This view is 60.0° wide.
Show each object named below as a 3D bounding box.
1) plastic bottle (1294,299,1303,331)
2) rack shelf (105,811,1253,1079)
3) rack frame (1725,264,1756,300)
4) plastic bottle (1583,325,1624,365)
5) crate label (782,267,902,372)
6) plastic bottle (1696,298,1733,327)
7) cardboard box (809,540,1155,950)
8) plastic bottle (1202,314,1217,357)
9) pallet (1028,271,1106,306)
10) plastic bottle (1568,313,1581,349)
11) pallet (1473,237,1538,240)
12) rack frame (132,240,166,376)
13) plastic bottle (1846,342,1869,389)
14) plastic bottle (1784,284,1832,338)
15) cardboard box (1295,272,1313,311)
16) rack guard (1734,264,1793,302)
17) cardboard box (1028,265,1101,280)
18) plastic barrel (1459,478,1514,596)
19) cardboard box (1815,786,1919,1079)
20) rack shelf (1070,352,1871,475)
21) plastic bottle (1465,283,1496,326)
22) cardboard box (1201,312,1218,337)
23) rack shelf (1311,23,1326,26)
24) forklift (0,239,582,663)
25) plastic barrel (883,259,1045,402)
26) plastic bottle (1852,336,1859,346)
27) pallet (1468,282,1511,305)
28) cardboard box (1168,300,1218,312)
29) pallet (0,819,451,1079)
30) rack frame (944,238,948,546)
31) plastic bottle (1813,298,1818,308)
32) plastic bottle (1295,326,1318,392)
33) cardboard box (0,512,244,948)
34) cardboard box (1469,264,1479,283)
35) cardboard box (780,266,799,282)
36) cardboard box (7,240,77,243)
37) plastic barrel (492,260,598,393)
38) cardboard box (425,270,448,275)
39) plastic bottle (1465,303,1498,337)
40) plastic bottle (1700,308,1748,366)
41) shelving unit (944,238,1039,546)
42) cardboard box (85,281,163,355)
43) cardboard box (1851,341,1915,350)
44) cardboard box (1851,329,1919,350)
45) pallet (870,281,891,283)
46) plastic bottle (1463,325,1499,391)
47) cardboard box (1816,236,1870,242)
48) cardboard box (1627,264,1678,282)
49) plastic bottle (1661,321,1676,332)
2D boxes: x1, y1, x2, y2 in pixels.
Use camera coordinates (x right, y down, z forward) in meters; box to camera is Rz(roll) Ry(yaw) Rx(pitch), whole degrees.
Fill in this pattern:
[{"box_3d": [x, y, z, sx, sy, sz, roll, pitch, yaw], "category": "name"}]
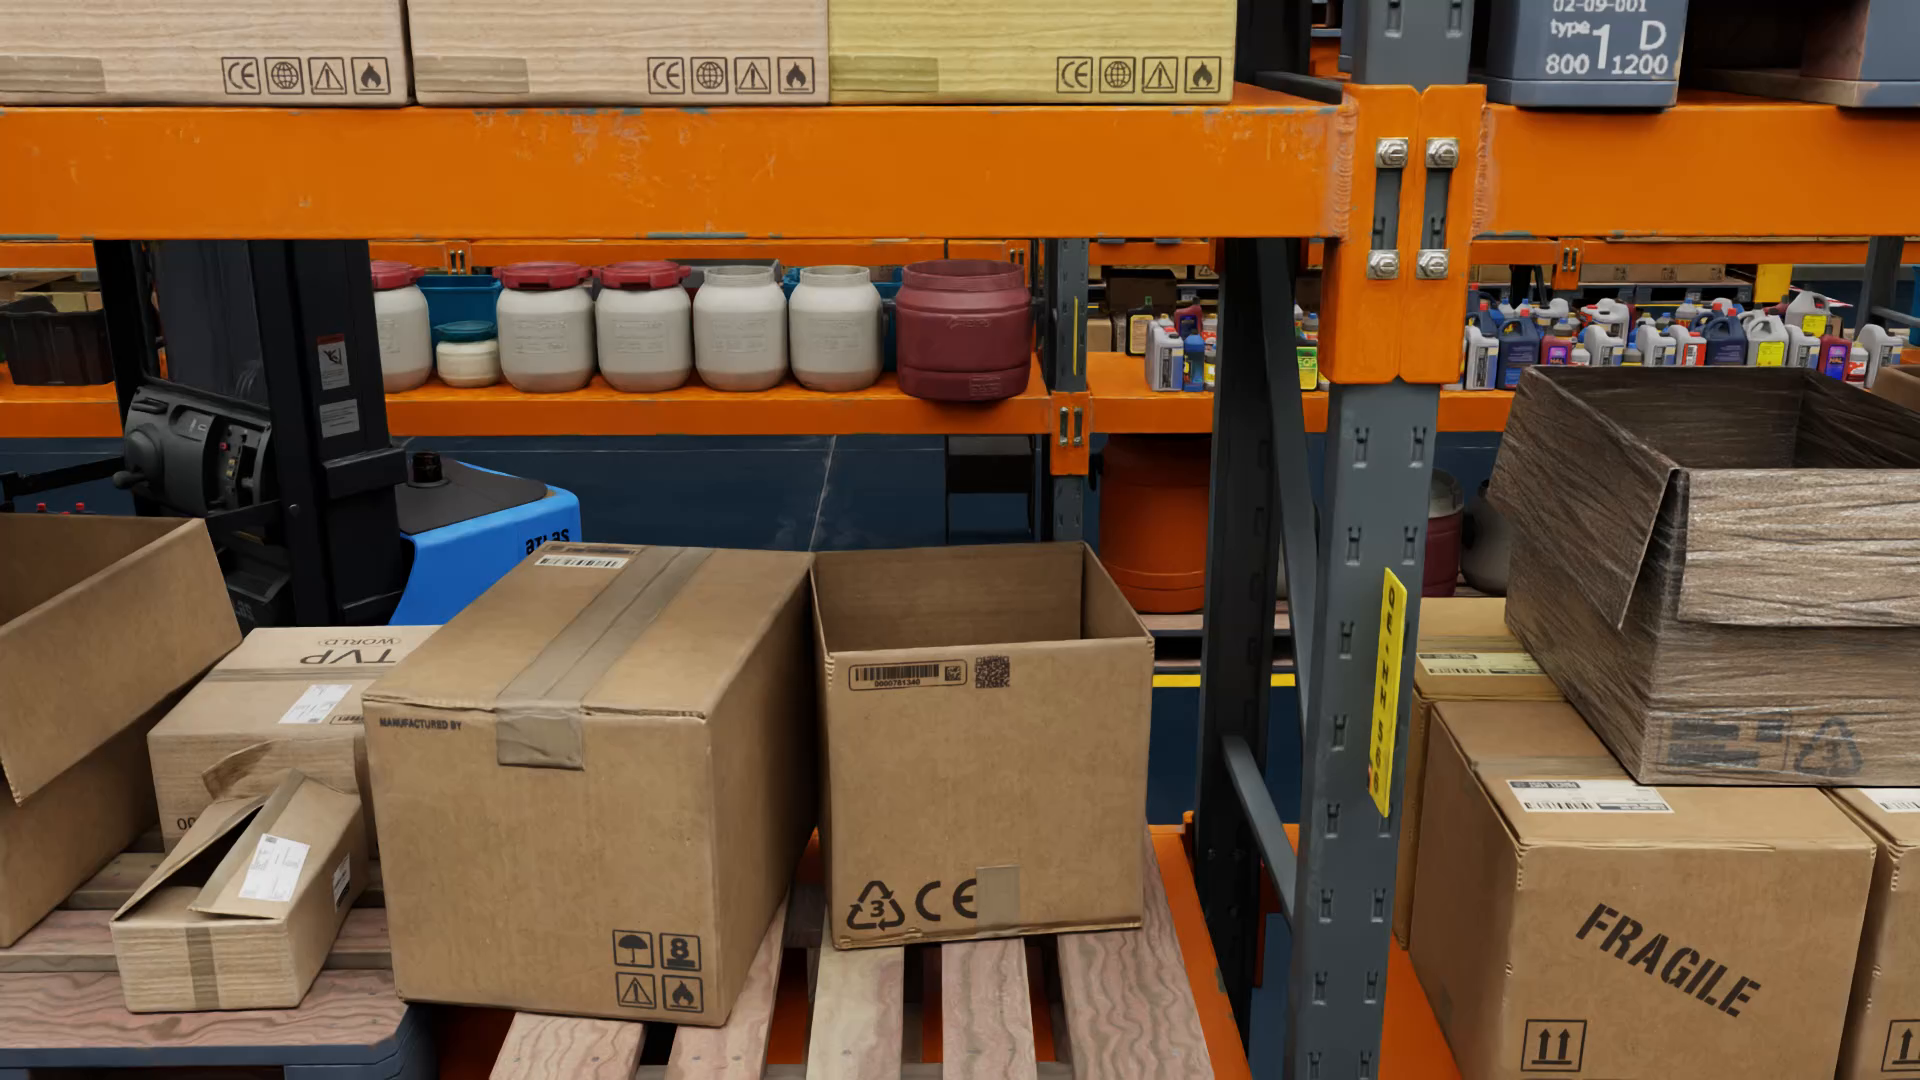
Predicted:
[{"box_3d": [1.609, -1.029, 8.055, 0.097, 0.271, 0.097, 0, 18, 0], "category": "plastic bottle"}, {"box_3d": [-1.446, 0.905, 2.994, 4.000, 0.370, 1.077, 0, 18, -1], "category": "rack shelf"}, {"box_3d": [8.318, -4.024, 17.182, 0.127, 3.000, 1.000, 0, 18, -1], "category": "rack frame"}, {"box_3d": [2.850, -0.814, 7.377, 0.135, 0.276, 0.152, 0, 18, -1], "category": "plastic bottle"}, {"box_3d": [-0.522, -1.055, 7.867, 0.616, 0.435, 0.502, 0, 18, -1], "category": "crate label"}, {"box_3d": [3.640, -1.033, 8.059, 0.135, 0.276, 0.152, 0, 18, -1], "category": "plastic bottle"}, {"box_3d": [0.014, 0.320, 2.788, 0.500, 0.500, 0.500, -2, 18, -8], "category": "cardboard box"}, {"box_3d": [1.219, -0.994, 8.060, 0.097, 0.201, 0.097, 0, 18, 0], "category": "plastic bottle"}, {"box_3d": [1.108, -2.639, 17.428, 1.213, 0.211, 1.003, 0, 18, -1], "category": "pallet"}, {"box_3d": [2.964, -1.002, 8.086, 0.097, 0.201, 0.097, 0, 18, 0], "category": "plastic bottle"}, {"box_3d": [3.600, -2.430, 12.527, 1.213, 0.211, 1.003, 0, 18, -1], "category": "pallet"}, {"box_3d": [-3.524, -0.941, 7.570, 0.127, 3.000, 1.000, 0, 18, -1], "category": "rack frame"}, {"box_3d": [3.970, -0.775, 7.379, 0.097, 0.201, 0.097, 0, 18, 0], "category": "plastic bottle"}, {"box_3d": [4.077, -1.053, 8.000, 0.185, 0.351, 0.144, 0, 18, -1], "category": "plastic bottle"}, {"box_3d": [2.411, -1.933, 12.808, 0.500, 0.250, 0.500, -1, 18, -2], "category": "cardboard box"}, {"box_3d": [8.342, -2.834, 17.565, 0.348, 0.500, 1.175, 0, 18, -1], "category": "rack guard"}, {"box_3d": [1.056, -3.126, 17.212, 0.750, 0.750, 0.750, -1, 18, -2], "category": "cardboard box"}, {"box_3d": [2.656, -0.018, 8.080, 0.421, 0.512, 0.421, 0, 18, 0], "category": "plastic barrel"}, {"box_3d": [1.559, 0.583, 2.657, 0.500, 0.500, 0.500, -1, 18, -2], "category": "cardboard box"}, {"box_3d": [2.475, -0.627, 7.770, 4.000, 0.370, 1.077, 0, 18, -1], "category": "rack shelf"}, {"box_3d": [2.494, -1.064, 8.034, 0.185, 0.351, 0.144, 0, 18, -1], "category": "plastic bottle"}, {"box_3d": [1.885, -1.412, 12.411, 0.500, 0.500, 0.500, -1, 18, -2], "category": "cardboard box"}, {"box_3d": [2.401, -3.568, 12.028, 4.000, 0.370, 1.077, 0, 18, -1], "category": "rack shelf"}, {"box_3d": [-2.811, -0.303, 5.693, 1.130, 2.935, 3.031, 13, 22, 36], "category": "forklift"}, {"box_3d": [0.016, -0.930, 7.314, 0.708, 0.536, 0.600, 0, 18, -1], "category": "plastic barrel"}, {"box_3d": [4.065, -0.822, 7.525, 0.097, 0.201, 0.097, 0, 18, 0], "category": "plastic bottle"}, {"box_3d": [5.080, -2.657, 17.485, 1.213, 0.211, 1.003, 0, 18, -1], "category": "pallet"}, {"box_3d": [1.850, -1.571, 12.905, 0.500, 0.500, 0.500, -1, 18, -3], "category": "cardboard box"}, {"box_3d": [-1.425, 0.666, 2.875, 1.213, 0.211, 1.003, 0, 18, -1], "category": "pallet"}, {"box_3d": [-0.078, -0.999, 9.226, 0.015, 2.100, 0.400, 0, 18, -1], "category": "rack frame"}, {"box_3d": [4.101, -1.052, 8.108, 0.133, 0.283, 0.061, 0, 18, -1], "category": "plastic bottle"}, {"box_3d": [1.510, -0.797, 7.312, 0.133, 0.283, 0.061, 0, 18, -1], "category": "plastic bottle"}, {"box_3d": [-1.714, 0.286, 2.888, 0.637, 0.503, 0.797, 2, 18, 5], "category": "cardboard box"}, {"box_3d": [5.068, -2.987, 17.354, 0.500, 0.500, 0.700, 0, 18, 0], "category": "cardboard box"}, {"box_3d": [-1.918, -3.002, 17.368, 0.500, 0.500, 0.700, 0, 18, 0], "category": "cardboard box"}, {"box_3d": [-6.606, -2.484, 12.218, 0.500, 0.500, 0.700, 0, 18, 1], "category": "cardboard box"}, {"box_3d": [-1.831, -0.947, 7.365, 0.433, 0.535, 0.433, 0, 18, 0], "category": "plastic barrel"}, {"box_3d": [-4.067, -1.795, 12.818, 0.500, 0.500, 0.500, 0, 18, -1], "category": "cardboard box"}, {"box_3d": [2.322, -0.892, 7.498, 0.185, 0.351, 0.144, 0, 18, -1], "category": "plastic bottle"}, {"box_3d": [3.376, -0.851, 7.369, 0.185, 0.351, 0.144, 0, 18, -1], "category": "plastic bottle"}, {"box_3d": [0.166, -1.001, 9.229, 0.503, 2.100, 0.431, 0, 18, -1], "category": "shelving unit"}, {"box_3d": [-6.059, -1.626, 12.292, 0.500, 0.500, 0.500, 0, 18, -1], "category": "cardboard box"}, {"box_3d": [6.910, -1.338, 12.590, 0.500, 0.250, 0.500, 0, 18, -1], "category": "cardboard box"}, {"box_3d": [7.352, -1.493, 13.073, 0.500, 0.250, 0.500, 0, 18, -1], "category": "cardboard box"}, {"box_3d": [-0.463, -2.655, 17.478, 1.213, 0.211, 1.003, 0, 18, -1], "category": "pallet"}, {"box_3d": [2.300, -0.811, 7.368, 0.135, 0.276, 0.152, 0, 18, -1], "category": "plastic bottle"}, {"box_3d": [6.435, -2.467, 12.164, 0.500, 0.500, 0.500, -1, 18, -2], "category": "cardboard box"}, {"box_3d": [7.119, -2.998, 17.387, 0.500, 0.500, 0.700, 0, 18, -1], "category": "cardboard box"}, {"box_3d": [3.196, -0.851, 7.501, 0.097, 0.271, 0.097, 0, 18, 0], "category": "plastic bottle"}]
